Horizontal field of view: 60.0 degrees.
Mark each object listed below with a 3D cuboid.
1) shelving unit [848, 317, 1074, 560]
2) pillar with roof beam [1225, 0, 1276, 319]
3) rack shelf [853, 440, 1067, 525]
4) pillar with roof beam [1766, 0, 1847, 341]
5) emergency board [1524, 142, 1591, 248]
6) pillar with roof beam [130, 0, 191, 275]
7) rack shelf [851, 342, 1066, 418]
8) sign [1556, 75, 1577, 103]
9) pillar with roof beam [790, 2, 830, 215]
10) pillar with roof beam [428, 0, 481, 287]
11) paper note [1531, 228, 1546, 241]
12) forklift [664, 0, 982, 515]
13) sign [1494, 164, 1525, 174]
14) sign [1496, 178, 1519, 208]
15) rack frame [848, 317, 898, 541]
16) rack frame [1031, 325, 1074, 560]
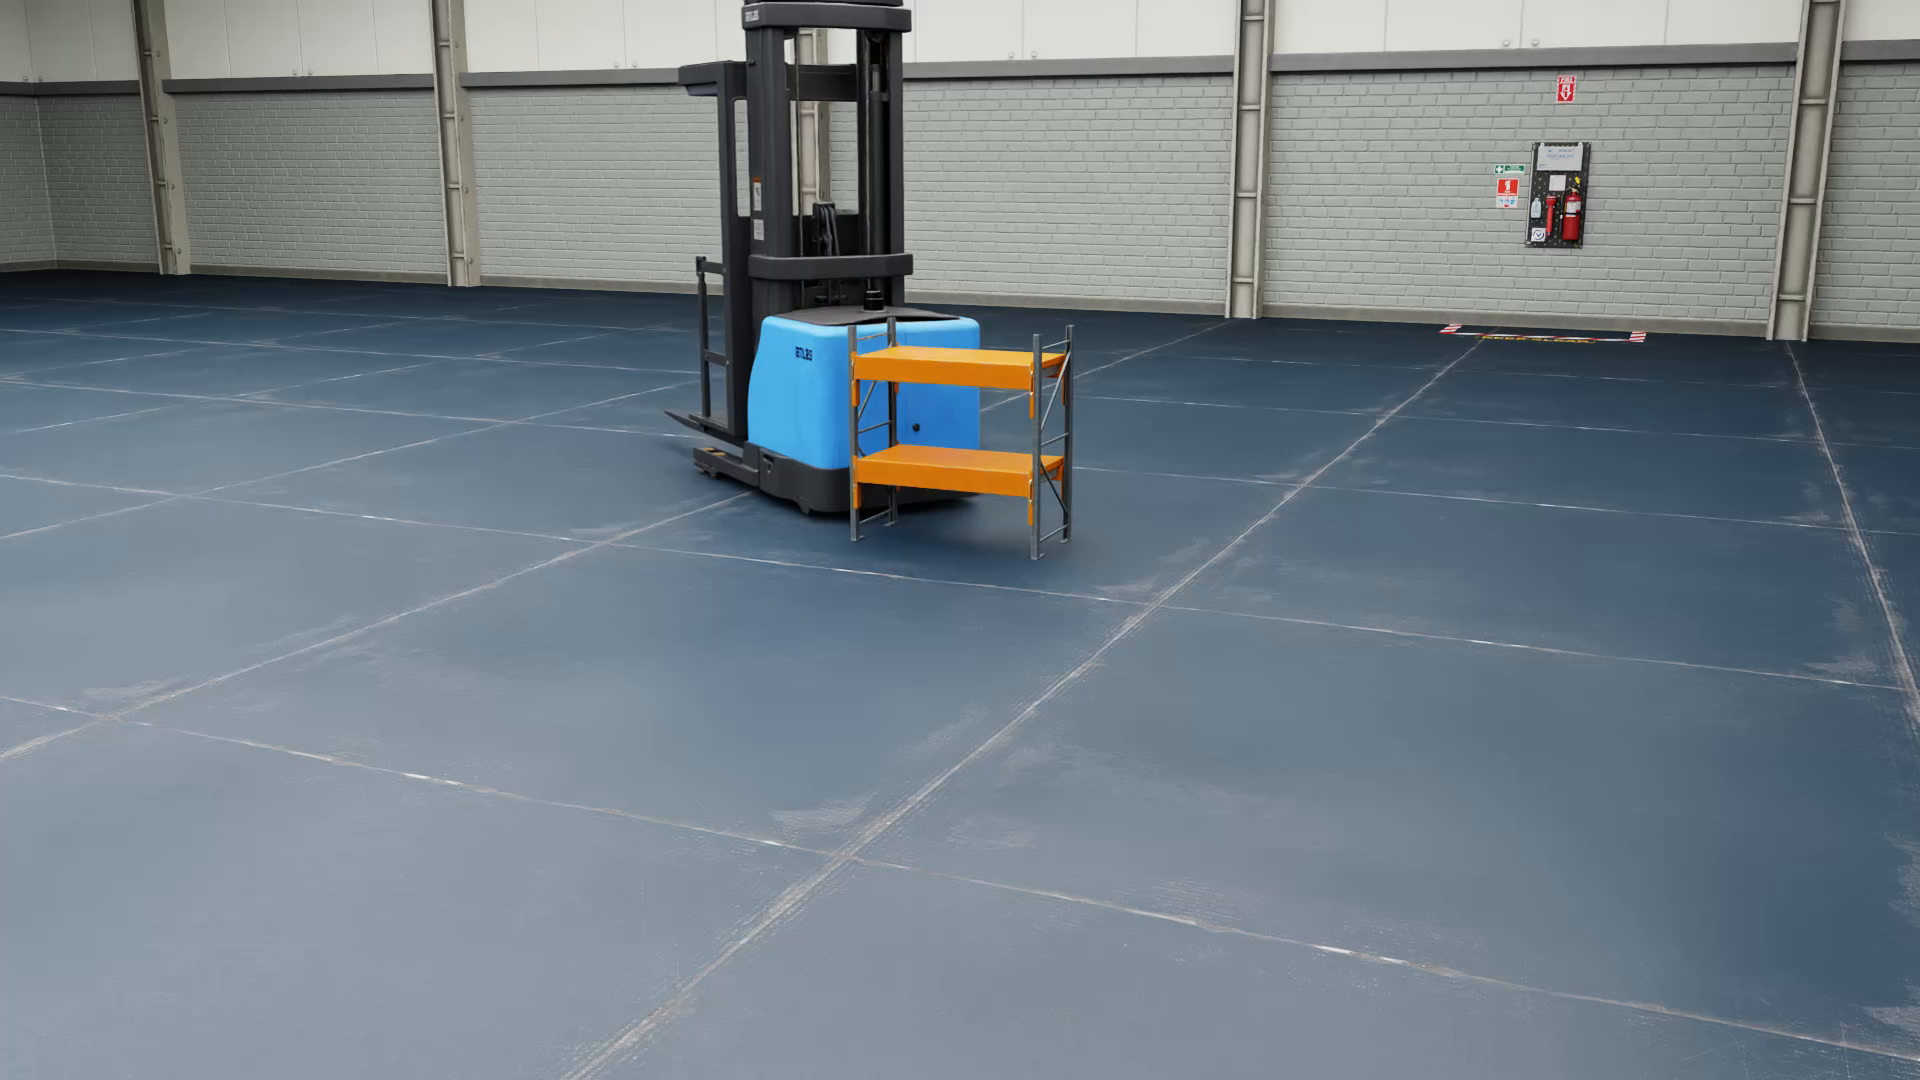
[{"bbox_3d":[0.006,-0.547,8.624,1.048,1.125,0.538,6,14,23],"label":"shelving unit"},{"bbox_3d":[1.741,-6.219,15.559,0.400,9.000,9.100,6,14,23],"label":"pillar with roof beam"},{"bbox_3d":[0.006,-0.309,8.680,1.000,0.278,0.538,6,14,23],"label":"rack shelf"},{"bbox_3d":[7.227,-5.664,13.193,0.400,9.000,9.100,6,14,23],"label":"pillar with roof beam"},{"bbox_3d":[6.727,-3.879,18.719,0.643,1.169,0.194,6,14,23],"label":"emergency board"},{"bbox_3d":[-14.716,-7.884,22.657,0.400,9.000,9.100,6,14,23],"label":"pillar with roof beam"},{"bbox_3d":[0.006,-0.832,8.557,1.000,0.278,0.538,6,14,23],"label":"rack shelf"},{"bbox_3d":[6.760,-5.029,18.546,0.199,0.298,0.001,6,14,23],"label":"sign"},{"bbox_3d":[-3.745,-6.774,17.925,0.400,9.000,9.100,6,14,23],"label":"pillar with roof beam"},{"bbox_3d":[-9.230,-7.329,20.291,0.400,9.000,9.100,6,14,23],"label":"pillar with roof beam"},{"bbox_3d":[6.593,-3.481,18.951,0.142,0.148,0.016,6,14,23],"label":"paper note"},{"bbox_3d":[-1.038,-1.859,10.259,1.130,2.935,3.031,-7,15,-29],"label":"forklift"},{"bbox_3d":[6.264,-4.225,18.955,0.331,0.109,0.001,6,14,23],"label":"sign"},{"bbox_3d":[6.263,-3.969,19.025,0.234,0.329,0.001,6,14,23],"label":"sign"},{"bbox_3d":[-0.459,-0.594,8.824,0.032,1.125,0.500,6,14,23],"label":"rack frame"},{"bbox_3d":[0.471,-0.500,8.423,0.032,1.125,0.500,6,14,23],"label":"rack frame"}]
